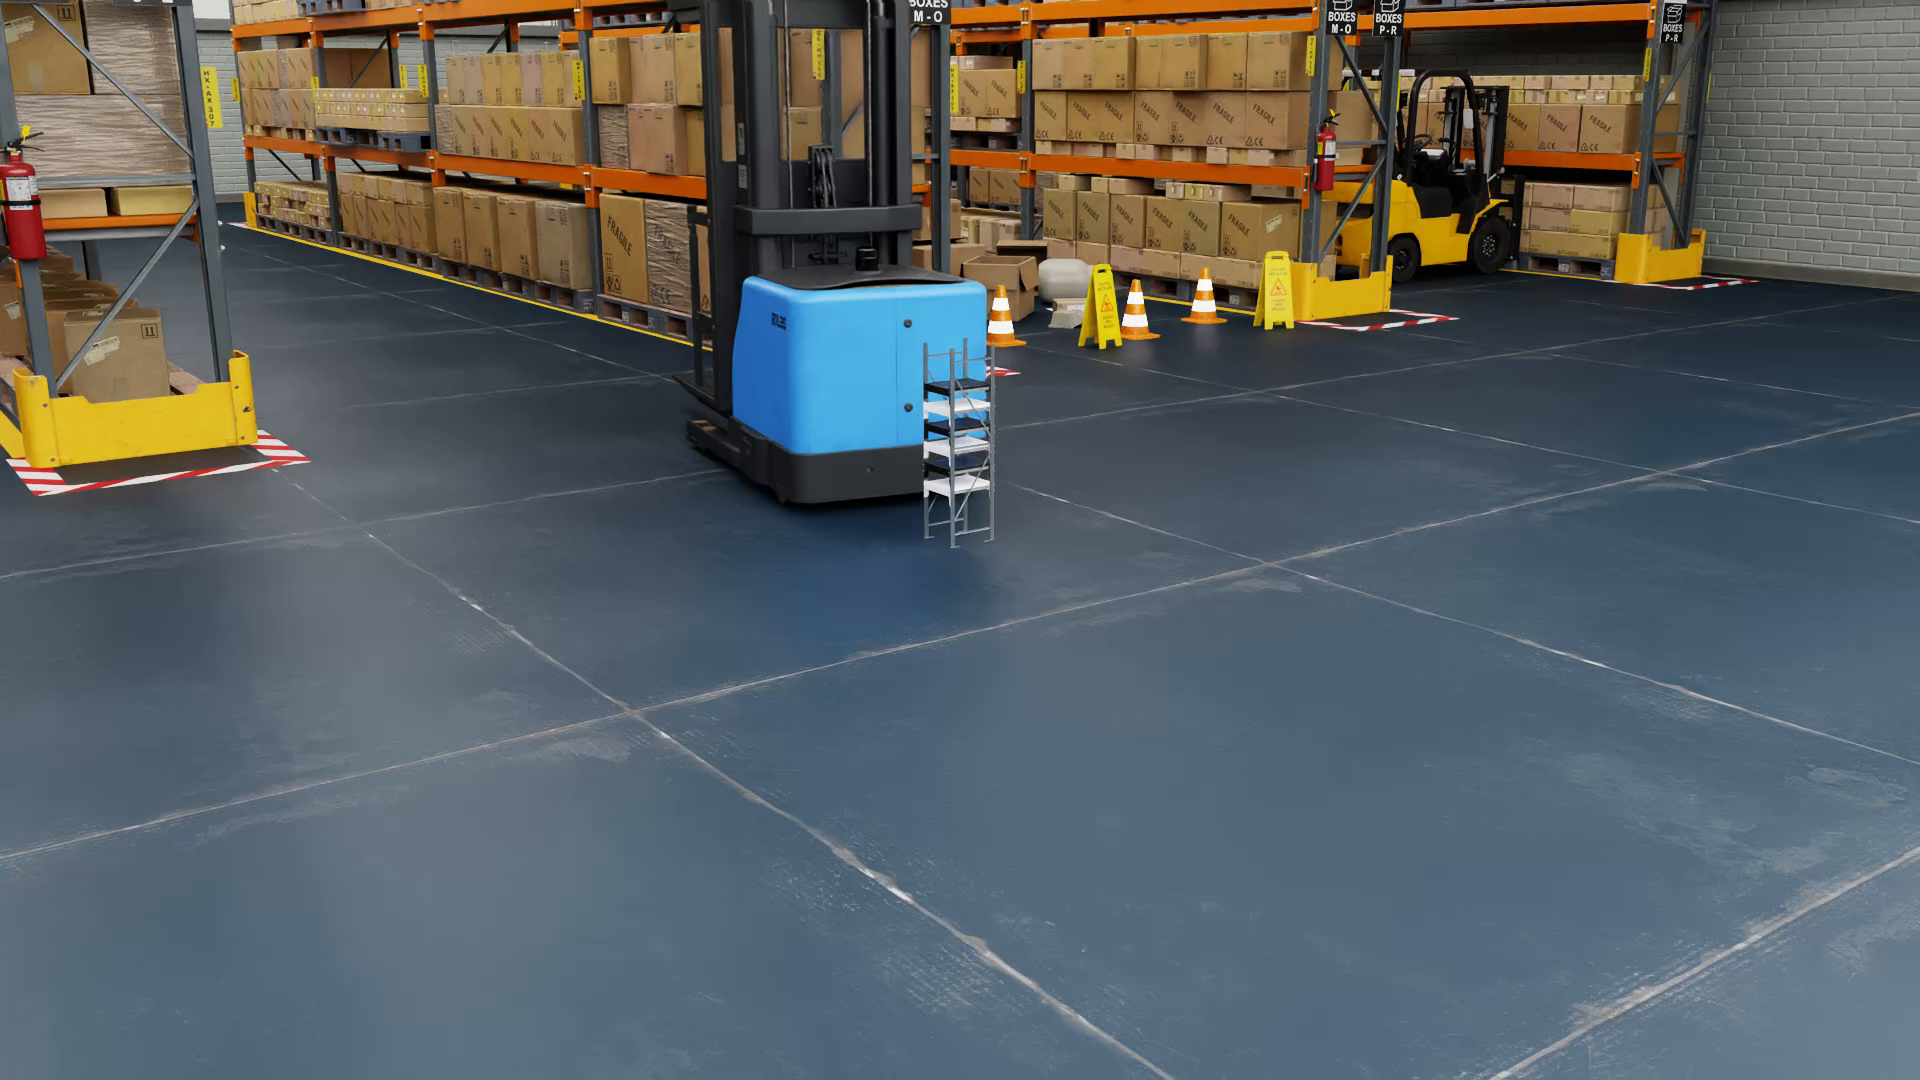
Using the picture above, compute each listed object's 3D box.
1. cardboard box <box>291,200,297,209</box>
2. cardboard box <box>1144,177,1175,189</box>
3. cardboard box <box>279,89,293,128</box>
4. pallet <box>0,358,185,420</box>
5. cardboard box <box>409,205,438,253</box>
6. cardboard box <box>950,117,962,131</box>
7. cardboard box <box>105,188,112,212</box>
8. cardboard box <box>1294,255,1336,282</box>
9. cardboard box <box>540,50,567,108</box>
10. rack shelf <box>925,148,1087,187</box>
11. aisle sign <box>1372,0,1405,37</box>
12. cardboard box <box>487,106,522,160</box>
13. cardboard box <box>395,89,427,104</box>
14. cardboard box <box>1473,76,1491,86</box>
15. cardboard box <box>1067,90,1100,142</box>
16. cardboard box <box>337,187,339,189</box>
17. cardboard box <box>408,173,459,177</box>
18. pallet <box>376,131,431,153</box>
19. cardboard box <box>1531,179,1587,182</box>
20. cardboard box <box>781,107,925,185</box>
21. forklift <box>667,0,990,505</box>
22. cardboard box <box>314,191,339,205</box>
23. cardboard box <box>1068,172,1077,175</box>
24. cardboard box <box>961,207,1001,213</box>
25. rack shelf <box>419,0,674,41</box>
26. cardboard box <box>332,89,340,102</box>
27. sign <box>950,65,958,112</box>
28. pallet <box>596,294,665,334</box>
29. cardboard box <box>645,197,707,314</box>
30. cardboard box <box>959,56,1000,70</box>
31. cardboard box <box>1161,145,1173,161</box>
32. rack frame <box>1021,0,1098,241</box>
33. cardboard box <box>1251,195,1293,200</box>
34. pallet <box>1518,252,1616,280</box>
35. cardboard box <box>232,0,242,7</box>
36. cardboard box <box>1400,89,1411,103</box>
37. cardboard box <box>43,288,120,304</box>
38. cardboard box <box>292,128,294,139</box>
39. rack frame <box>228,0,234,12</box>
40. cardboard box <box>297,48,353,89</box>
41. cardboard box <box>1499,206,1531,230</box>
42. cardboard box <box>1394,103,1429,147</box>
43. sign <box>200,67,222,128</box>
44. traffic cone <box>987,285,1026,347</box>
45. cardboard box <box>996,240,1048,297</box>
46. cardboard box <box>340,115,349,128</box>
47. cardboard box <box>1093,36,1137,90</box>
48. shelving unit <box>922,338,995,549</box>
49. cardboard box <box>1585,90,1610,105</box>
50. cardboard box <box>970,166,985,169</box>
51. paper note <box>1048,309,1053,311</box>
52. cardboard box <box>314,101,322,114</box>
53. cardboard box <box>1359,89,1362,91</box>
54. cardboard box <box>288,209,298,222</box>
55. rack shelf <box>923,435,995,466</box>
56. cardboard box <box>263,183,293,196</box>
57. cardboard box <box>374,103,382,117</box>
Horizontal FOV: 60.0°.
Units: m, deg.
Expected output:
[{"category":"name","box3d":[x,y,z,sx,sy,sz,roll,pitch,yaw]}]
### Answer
[{"category":"cardboard box","box3d":[-8.994,-4.652,22.932,0.380,0.149,0.250,-10,18,-32]},{"category":"cardboard box","box3d":[3.102,-4.878,23.421,0.875,0.625,0.625,-10,18,-33]},{"category":"cardboard box","box3d":[-8.671,-5.718,22.033,0.500,0.500,0.500,-11,19,-35]},{"category":"pallet","box3d":[-5.785,-1.049,11.010,1.003,0.211,1.213,-11,19,-35]},{"category":"cardboard box","box3d":[-5.809,-3.492,18.593,0.500,0.500,0.500,-11,19,-35]},{"category":"cardboard box","box3d":[0.086,-4.642,18.534,0.380,0.149,0.250,-11,19,-34]},{"category":"cardboard box","box3d":[-4.685,-1.972,9.574,0.380,0.149,0.250,-11,19,-35]},{"category":"cardboard box","box3d":[3.187,-2.568,15.691,0.500,0.250,0.500,-11,19,-35]},{"category":"cardboard box","box3d":[-3.460,-4.286,15.471,0.700,0.500,0.500,-11,19,-35]},{"category":"rack shelf","box3d":[-0.090,-4.411,19.374,1.077,0.370,4.000,-11,19,-35]},{"category":"aisle sign","box3d":[3.725,-4.766,14.382,0.394,0.787,0.004,-11,19,-35]},{"category":"cardboard box","box3d":[-4.277,-3.983,16.258,0.500,0.500,0.500,-11,19,-35]},{"category":"cardboard box","box3d":[-5.870,-4.797,17.975,0.380,0.149,0.250,-12,19,-37]},{"category":"cardboard box","box3d":[6.028,-5.180,18.837,0.380,0.149,0.250,-11,19,-34]},{"category":"cardboard box","box3d":[1.433,-4.282,16.786,0.500,0.500,0.500,-11,19,-35]},{"category":"cardboard box","box3d":[-8.383,-4.749,22.721,0.380,0.149,0.250,-12,19,-37]},{"category":"cardboard box","box3d":[-6.307,-4.266,19.999,0.500,0.250,0.500,-12,19,-37]},{"category":"pallet","box3d":[-5.716,-4.438,18.474,1.213,0.211,1.003,-11,19,-35]},{"category":"cardboard box","box3d":[6.739,-3.953,18.857,0.500,0.250,0.500,-11,19,-35]},{"category":"cardboard box","box3d":[-0.762,-2.832,11.956,0.875,0.550,0.550,-11,19,-35]},{"category":"forklift","box3d":[-0.913,-1.929,9.072,1.130,2.935,3.031,-7,17,-23]},{"category":"cardboard box","box3d":[-8.165,-4.448,21.623,0.380,0.149,0.250,-11,19,-34]},{"category":"cardboard box","box3d":[1.828,-5.512,24.745,0.380,0.149,0.250,-10,18,-33]},{"category":"cardboard box","box3d":[-0.060,-3.679,19.518,0.950,0.372,0.625,-10,18,-33]},{"category":"rack shelf","box3d":[-4.035,-5.068,16.092,1.077,0.370,4.000,-11,19,-35]},{"category":"cardboard box","box3d":[-7.241,-5.295,19.793,0.380,0.149,0.250,-11,19,-35]},{"category":"sign","box3d":[-0.055,-3.228,11.897,0.100,0.325,0.005,-11,19,-35]},{"category":"pallet","box3d":[-2.475,-2.022,14.563,1.003,0.211,1.213,-11,19,-35]},{"category":"cardboard box","box3d":[-2.013,-2.382,13.826,0.875,0.875,0.875,-11,19,-34]},{"category":"cardboard box","box3d":[0.216,-5.247,18.287,0.380,0.149,0.250,-12,19,-36]},{"category":"cardboard box","box3d":[2.162,-3.732,16.005,0.380,0.149,0.250,-11,19,-35]},{"category":"rack frame","box3d":[1.086,-4.331,17.718,1.000,3.000,0.127,-11,19,-35]},{"category":"cardboard box","box3d":[2.862,-3.046,16.016,0.500,0.500,0.500,-12,19,-37]},{"category":"pallet","box3d":[6.967,-3.060,18.356,1.003,0.211,1.213,-11,19,-35]},{"category":"cardboard box","box3d":[-9.861,-7.583,23.255,0.500,0.250,0.500,-11,18,-34]},{"category":"cardboard box","box3d":[5.402,-5.248,19.651,0.380,0.149,0.250,-11,19,-35]},{"category":"cardboard box","box3d":[-5.664,-1.331,10.695,0.500,0.500,0.500,-9,18,-29]},{"category":"cardboard box","box3d":[-8.690,-5.432,22.218,0.380,0.149,0.250,-11,19,-35]},{"category":"rack frame","box3d":[-9.915,-8.997,23.403,1.000,3.000,0.127,-11,19,-35]},{"category":"cardboard box","box3d":[-8.058,-5.982,21.103,0.500,0.500,0.500,-12,19,-36]},{"category":"cardboard box","box3d":[6.305,-3.637,18.648,0.500,0.250,0.500,-11,19,-36]},{"category":"cardboard box","box3d":[5.468,-4.907,19.632,0.500,0.500,0.500,-10,18,-34]},{"category":"sign","box3d":[-4.140,-2.441,9.171,0.100,0.325,0.005,-11,19,-35]},{"category":"traffic cone","box3d":[0.329,-1.797,13.266,0.336,0.463,0.334,-11,19,-35]},{"category":"cardboard box","box3d":[0.615,-2.687,16.440,0.500,0.500,0.500,1,15,4]},{"category":"cardboard box","box3d":[-7.095,-4.955,19.678,0.380,0.149,0.250,-12,19,-37]},{"category":"cardboard box","box3d":[1.725,-4.654,16.250,0.700,0.500,0.500,-11,19,-36]},{"category":"shelving unit","box3d":[-0.005,-0.436,7.464,0.258,0.900,0.210,-11,19,-35]},{"category":"cardboard box","box3d":[6.846,-4.690,17.611,0.380,0.149,0.250,-11,18,-34]},{"category":"cardboard box","box3d":[0.390,-6.002,26.536,0.380,0.149,0.250,-10,18,-32]},{"category":"paper note","box3d":[0.894,-2.137,15.348,0.148,0.019,0.142,-4,16,-15]},{"category":"cardboard box","box3d":[-7.703,-5.319,20.444,0.380,0.149,0.250,-11,18,-34]},{"category":"cardboard box","box3d":[5.065,-5.572,20.833,0.380,0.149,0.250,-11,19,-36]},{"category":"cardboard box","box3d":[-8.945,-4.441,22.726,0.380,0.149,0.250,-11,19,-35]},{"category":"rack shelf","box3d":[-0.005,-0.404,7.472,0.258,0.077,0.200,-11,19,-35]},{"category":"cardboard box","box3d":[-9.577,-4.940,23.419,0.380,0.149,0.250,-11,19,-35]},{"category":"cardboard box","box3d":[-6.331,-4.821,18.625,0.380,0.149,0.250,-11,19,-34]}]
